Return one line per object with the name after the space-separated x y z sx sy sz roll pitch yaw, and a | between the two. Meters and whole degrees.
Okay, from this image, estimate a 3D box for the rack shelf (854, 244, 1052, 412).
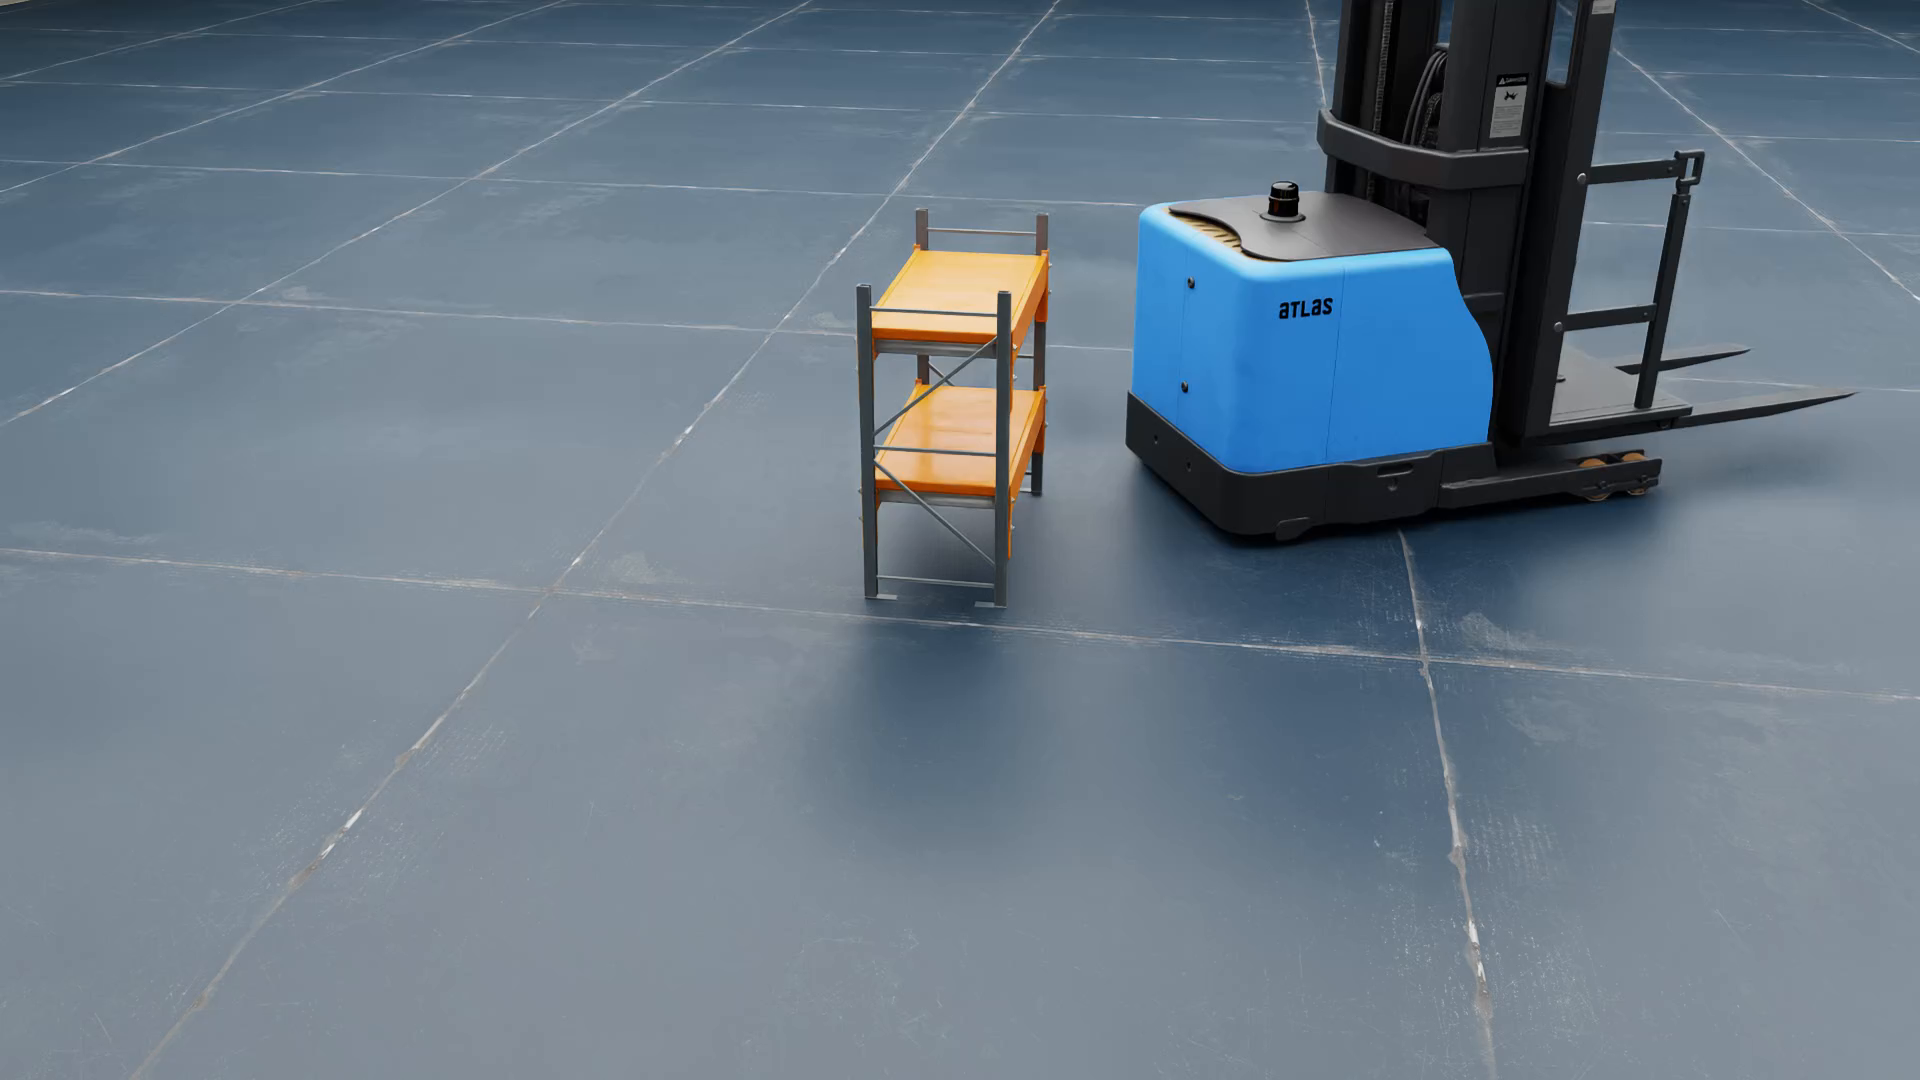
-0.001 -0.772 5.881 0.538 0.278 1.000 4 25 9 | rack shelf

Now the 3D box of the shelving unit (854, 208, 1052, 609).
-0.001 -0.507 6.005 0.538 1.125 1.048 4 25 9 | shelving unit

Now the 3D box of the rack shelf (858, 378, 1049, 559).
-0.001 -0.285 6.109 0.538 0.278 1.000 4 25 9 | rack shelf

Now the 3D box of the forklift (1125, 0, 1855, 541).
2.264 -1.682 6.387 3.031 2.935 1.130 -8 26 -17 | forklift

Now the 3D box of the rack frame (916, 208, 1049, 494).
0.082 -0.719 6.460 0.500 1.125 0.032 4 25 9 | rack frame

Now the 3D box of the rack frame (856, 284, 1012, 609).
-0.084 -0.294 5.551 0.500 1.125 0.032 4 25 9 | rack frame
